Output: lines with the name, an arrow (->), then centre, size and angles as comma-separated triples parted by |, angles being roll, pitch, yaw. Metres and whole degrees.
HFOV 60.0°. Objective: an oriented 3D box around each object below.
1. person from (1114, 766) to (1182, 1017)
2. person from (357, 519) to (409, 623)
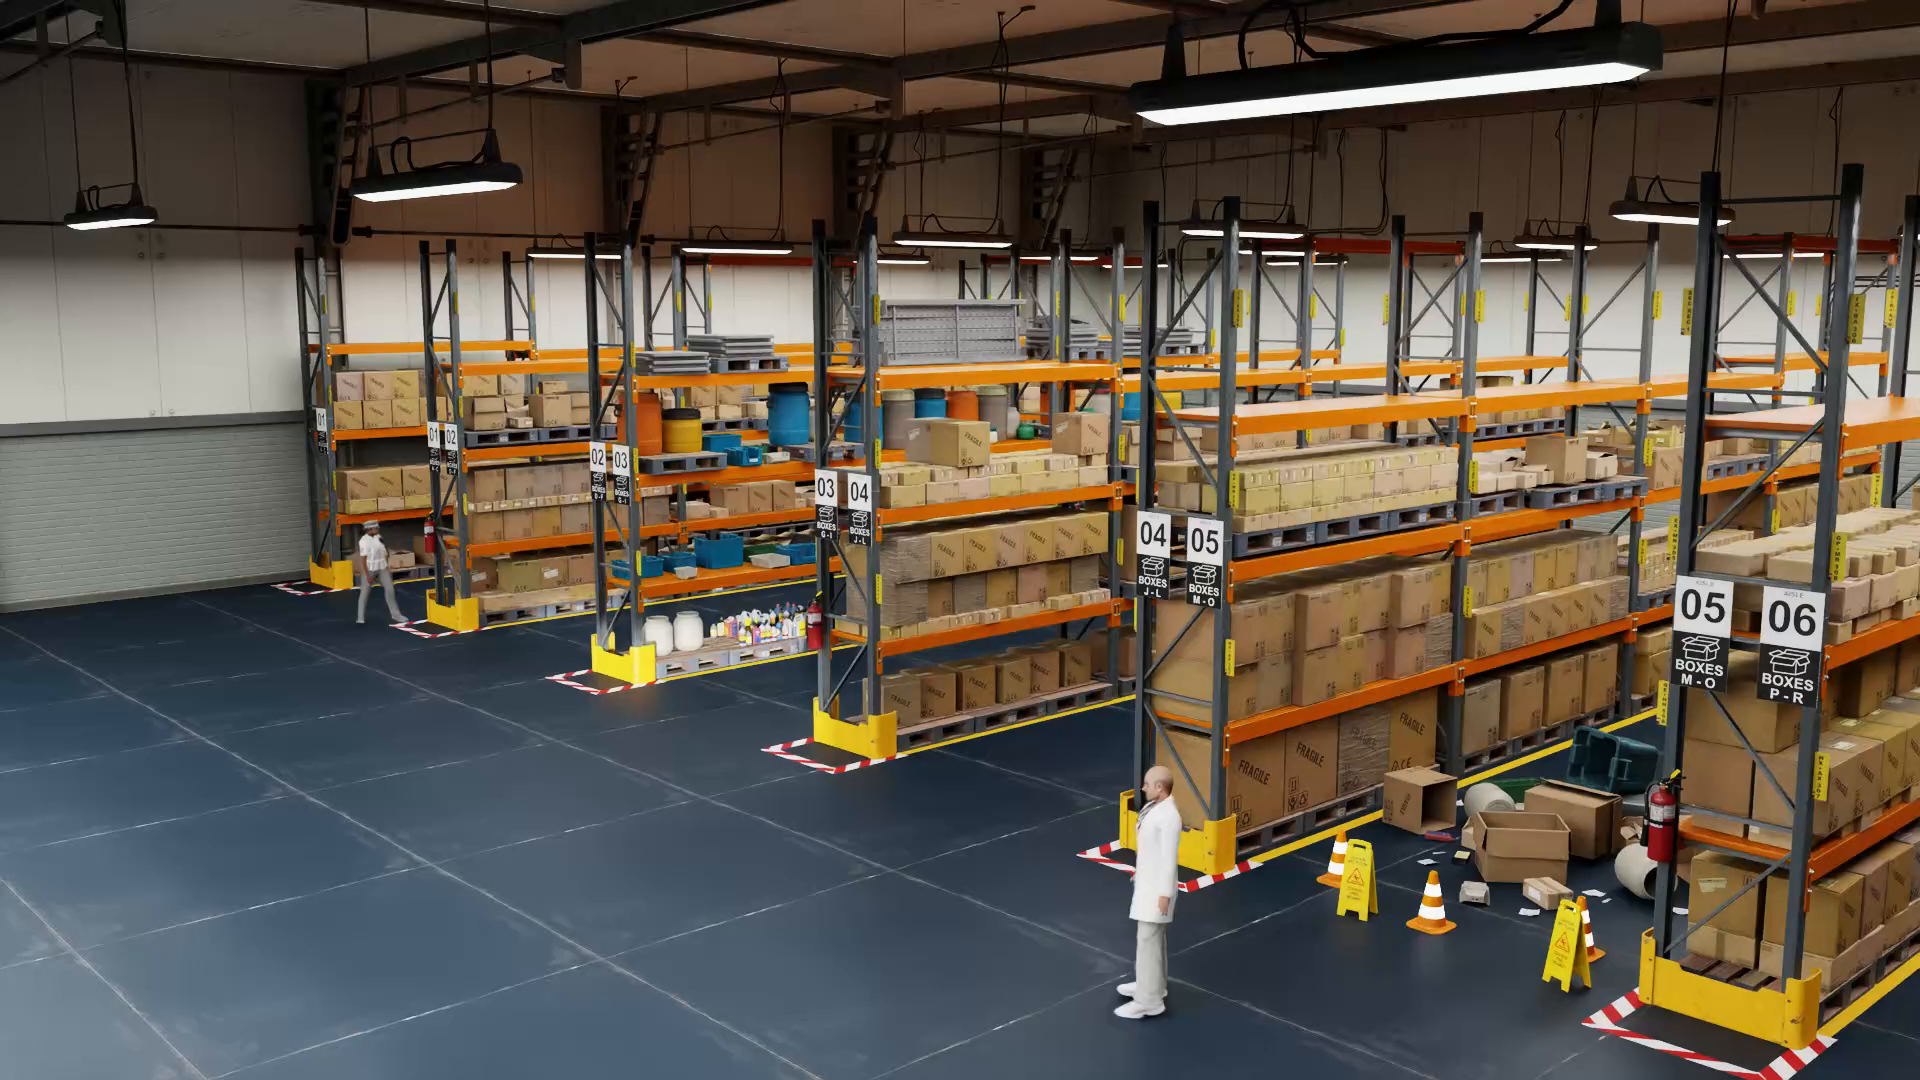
person -> 1.356, 2.536, 12.153 | 0.467, 1.812, 0.617 | 0, 8, 1
person -> -9.225, 0.489, 26.378 | 0.596, 1.674, 0.687 | 7, 11, 41
